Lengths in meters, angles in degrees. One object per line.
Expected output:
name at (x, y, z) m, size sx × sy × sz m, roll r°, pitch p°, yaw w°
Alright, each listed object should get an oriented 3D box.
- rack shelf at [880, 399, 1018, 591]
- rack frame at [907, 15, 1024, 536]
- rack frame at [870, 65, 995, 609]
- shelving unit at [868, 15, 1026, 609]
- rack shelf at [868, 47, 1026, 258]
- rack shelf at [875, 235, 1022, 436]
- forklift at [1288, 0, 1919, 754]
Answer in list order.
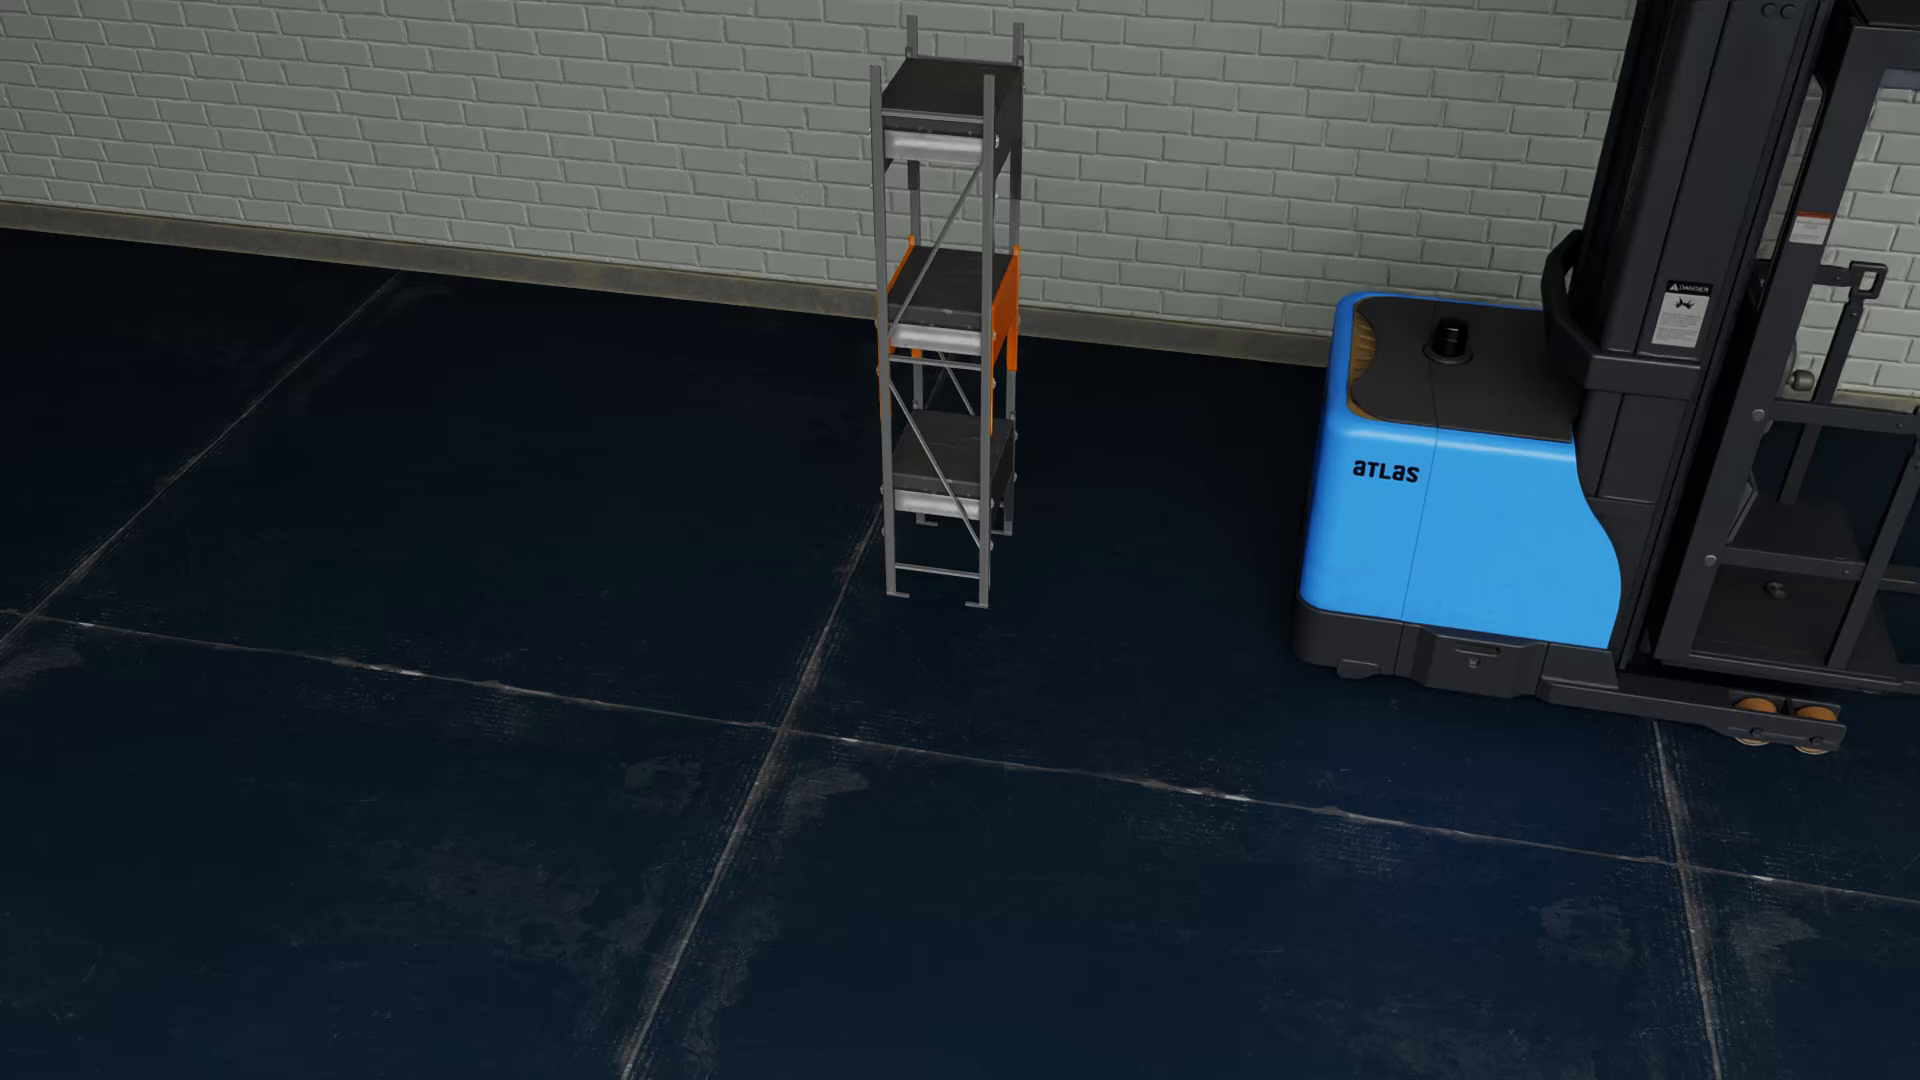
rack shelf at (-0.035, -0.177, 6.422) m, size 0.431 × 0.518 × 0.480 m, roll 7°, pitch 37°, yaw 10°
rack frame at (0.017, -0.895, 6.196) m, size 0.400 × 2.100 × 0.015 m, roll 7°, pitch 37°, yaw 10°
rack frame at (-0.087, -0.615, 5.810) m, size 0.400 × 2.100 × 0.015 m, roll 7°, pitch 37°, yaw 10°
shelving unit at (-0.035, -0.755, 6.003) m, size 0.431 × 2.100 × 0.503 m, roll 7°, pitch 37°, yaw 10°
rack shelf at (-0.035, -1.311, 5.600) m, size 0.431 × 0.518 × 0.480 m, roll 7°, pitch 37°, yaw 10°
rack shelf at (-0.035, -0.744, 6.011) m, size 0.431 × 0.518 × 0.480 m, roll 7°, pitch 37°, yaw 10°
forklift at (2.776, -0.792, 5.346) m, size 3.031 × 2.935 × 1.130 m, roll 8°, pitch 37°, yaw 10°
